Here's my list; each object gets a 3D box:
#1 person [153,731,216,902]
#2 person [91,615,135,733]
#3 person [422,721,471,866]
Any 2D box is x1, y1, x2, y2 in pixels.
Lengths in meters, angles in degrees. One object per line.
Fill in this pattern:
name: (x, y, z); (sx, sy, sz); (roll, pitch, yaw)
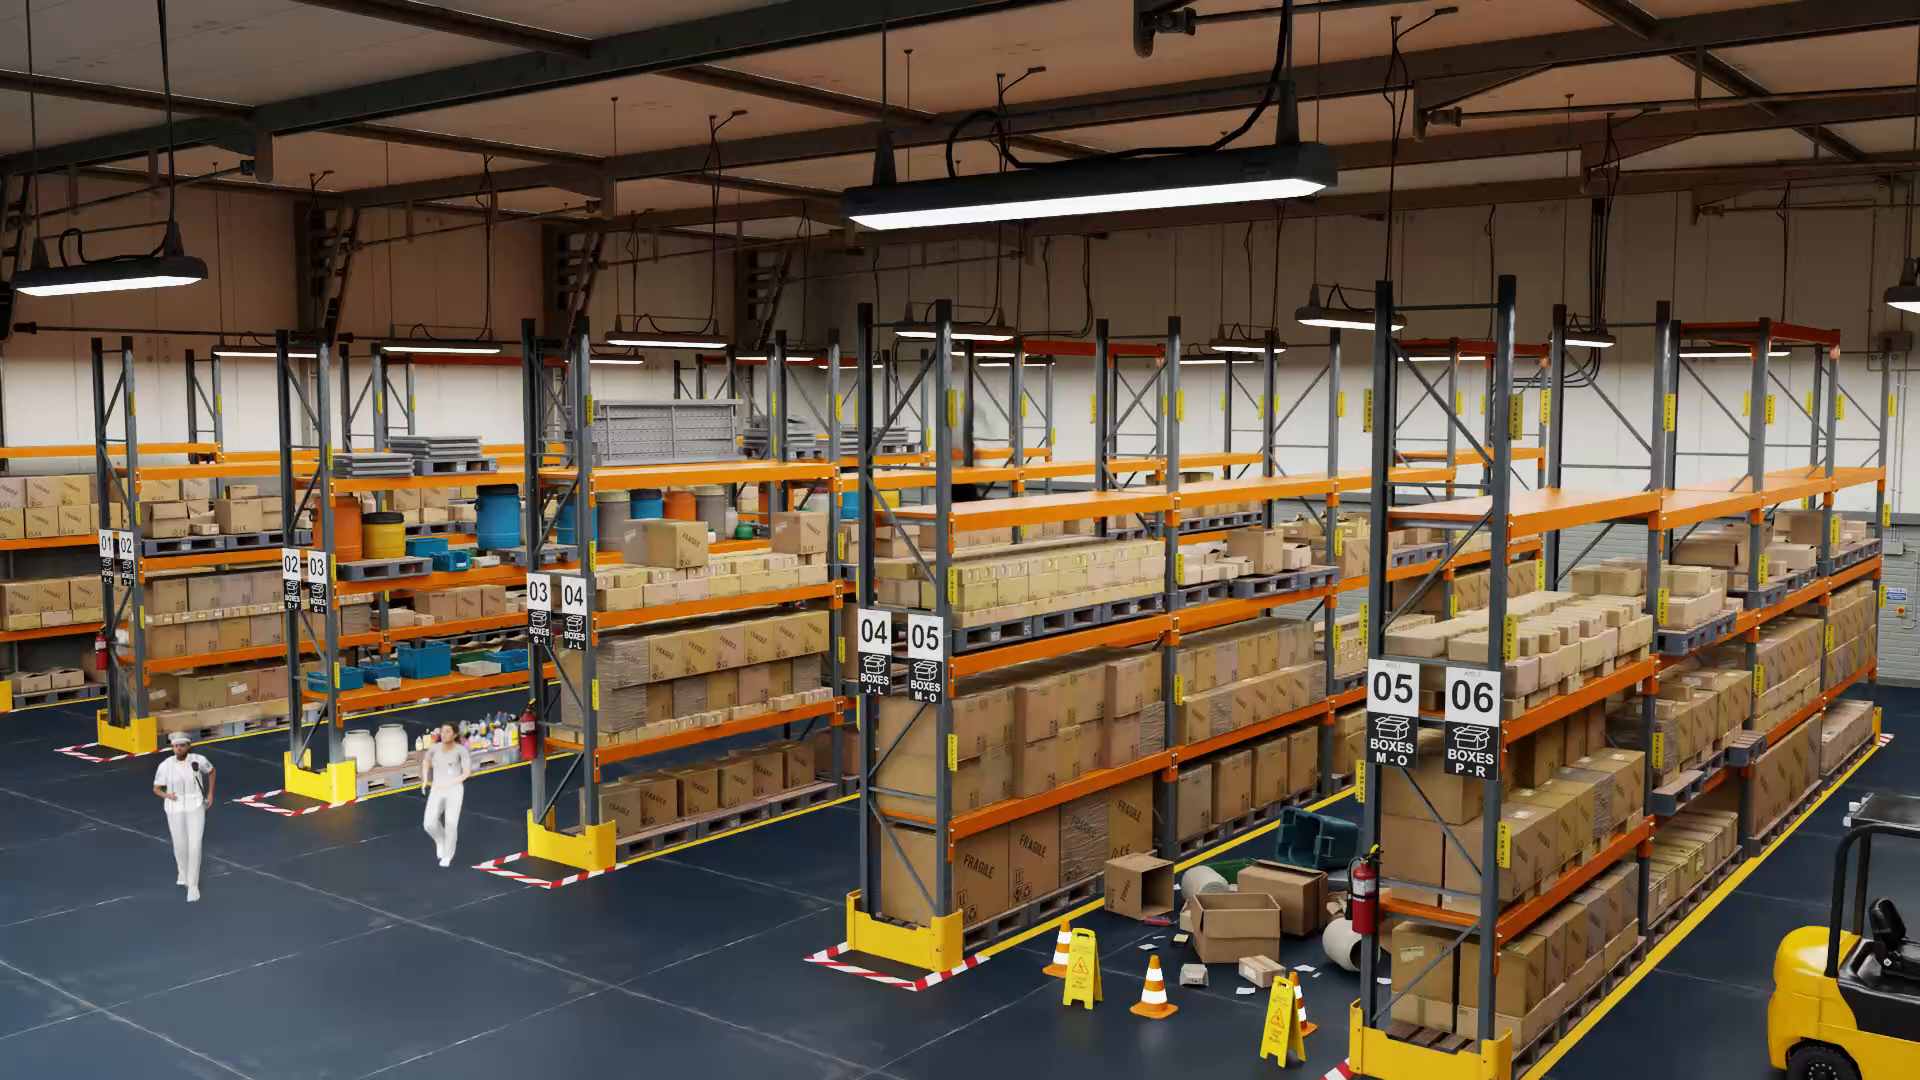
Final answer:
person: (-8.039, 2.836, 17.260); (0.581, 1.747, 0.744); (-2, 5, -19)
person: (-13.053, 2.030, 25.894); (0.671, 1.825, 0.964); (3, 6, 31)
person: (-5.628, 2.779, 18.167); (0.576, 1.617, 0.548); (0, 5, 0)
